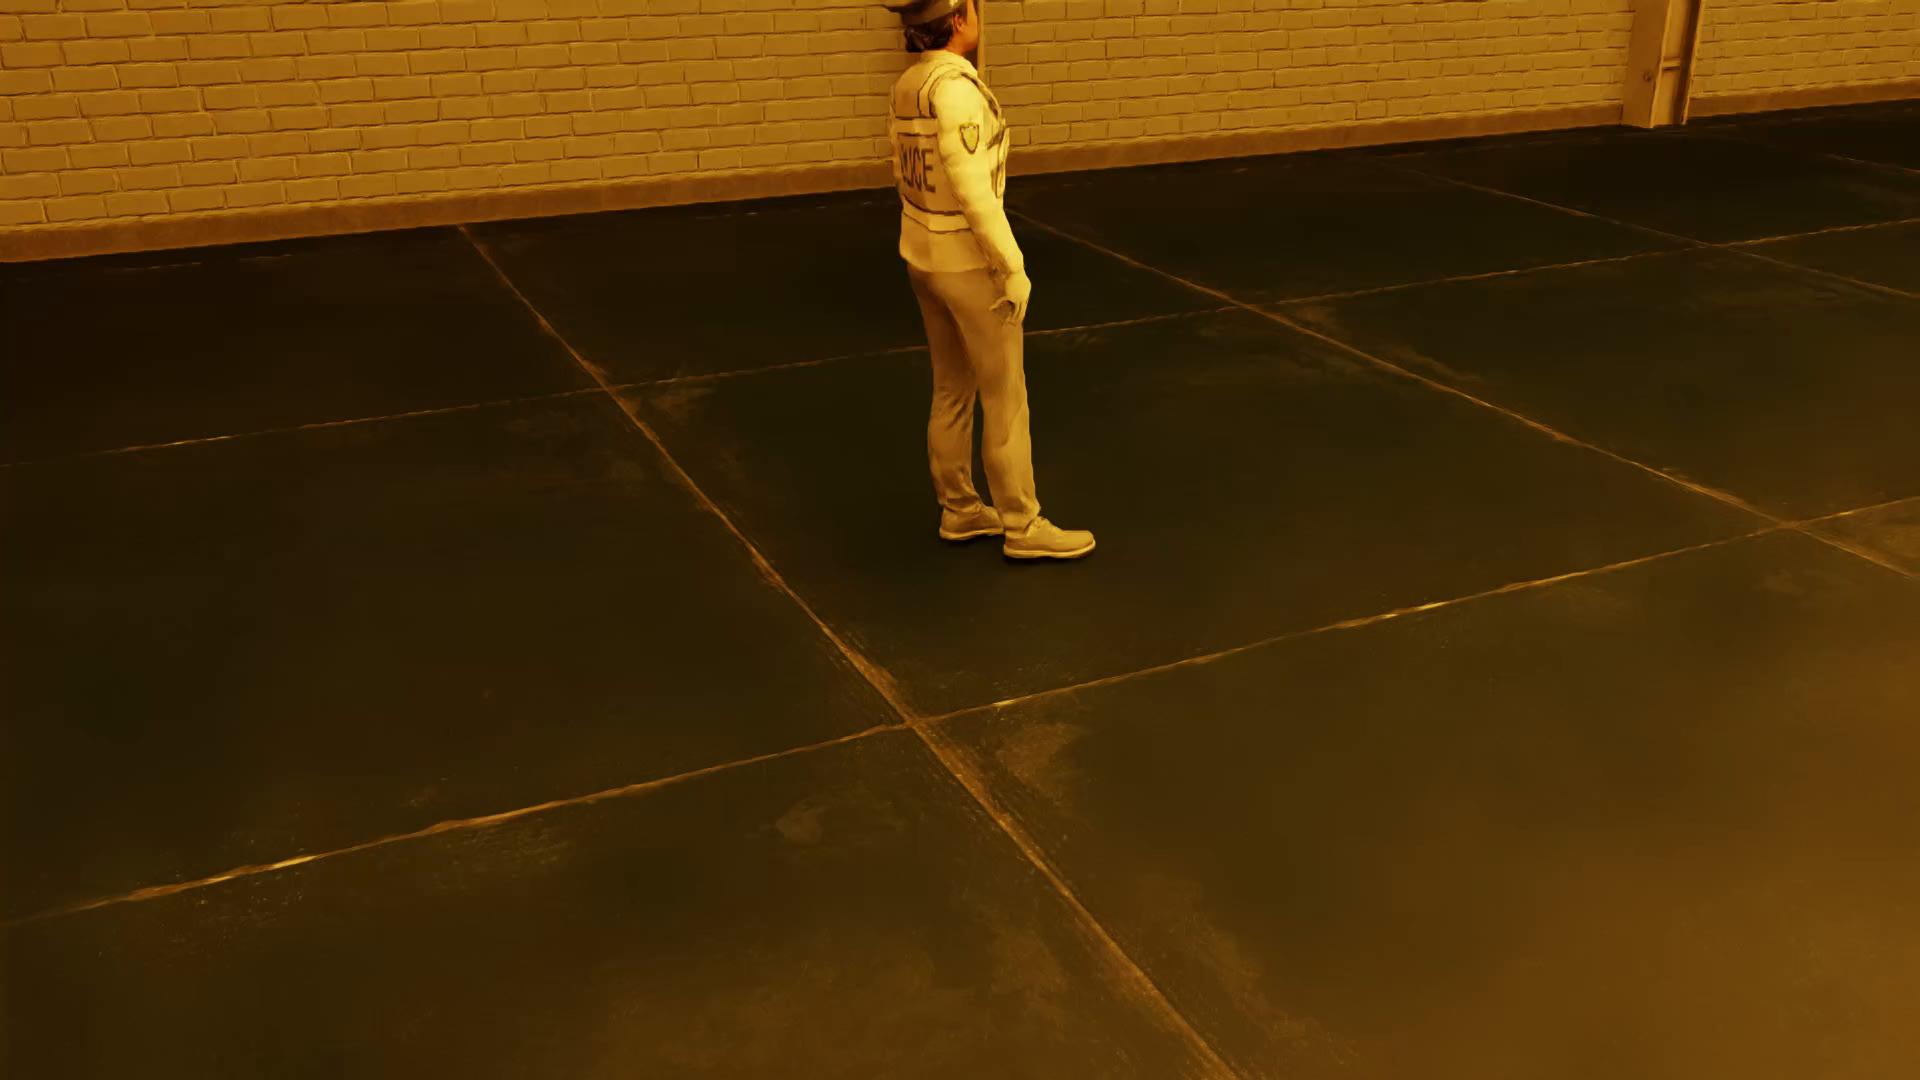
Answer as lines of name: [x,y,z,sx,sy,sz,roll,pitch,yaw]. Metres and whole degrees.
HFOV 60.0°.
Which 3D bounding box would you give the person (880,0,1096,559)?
person: [0.064,-0.798,4.799,0.532,1.695,0.586,-10,25,-23]
